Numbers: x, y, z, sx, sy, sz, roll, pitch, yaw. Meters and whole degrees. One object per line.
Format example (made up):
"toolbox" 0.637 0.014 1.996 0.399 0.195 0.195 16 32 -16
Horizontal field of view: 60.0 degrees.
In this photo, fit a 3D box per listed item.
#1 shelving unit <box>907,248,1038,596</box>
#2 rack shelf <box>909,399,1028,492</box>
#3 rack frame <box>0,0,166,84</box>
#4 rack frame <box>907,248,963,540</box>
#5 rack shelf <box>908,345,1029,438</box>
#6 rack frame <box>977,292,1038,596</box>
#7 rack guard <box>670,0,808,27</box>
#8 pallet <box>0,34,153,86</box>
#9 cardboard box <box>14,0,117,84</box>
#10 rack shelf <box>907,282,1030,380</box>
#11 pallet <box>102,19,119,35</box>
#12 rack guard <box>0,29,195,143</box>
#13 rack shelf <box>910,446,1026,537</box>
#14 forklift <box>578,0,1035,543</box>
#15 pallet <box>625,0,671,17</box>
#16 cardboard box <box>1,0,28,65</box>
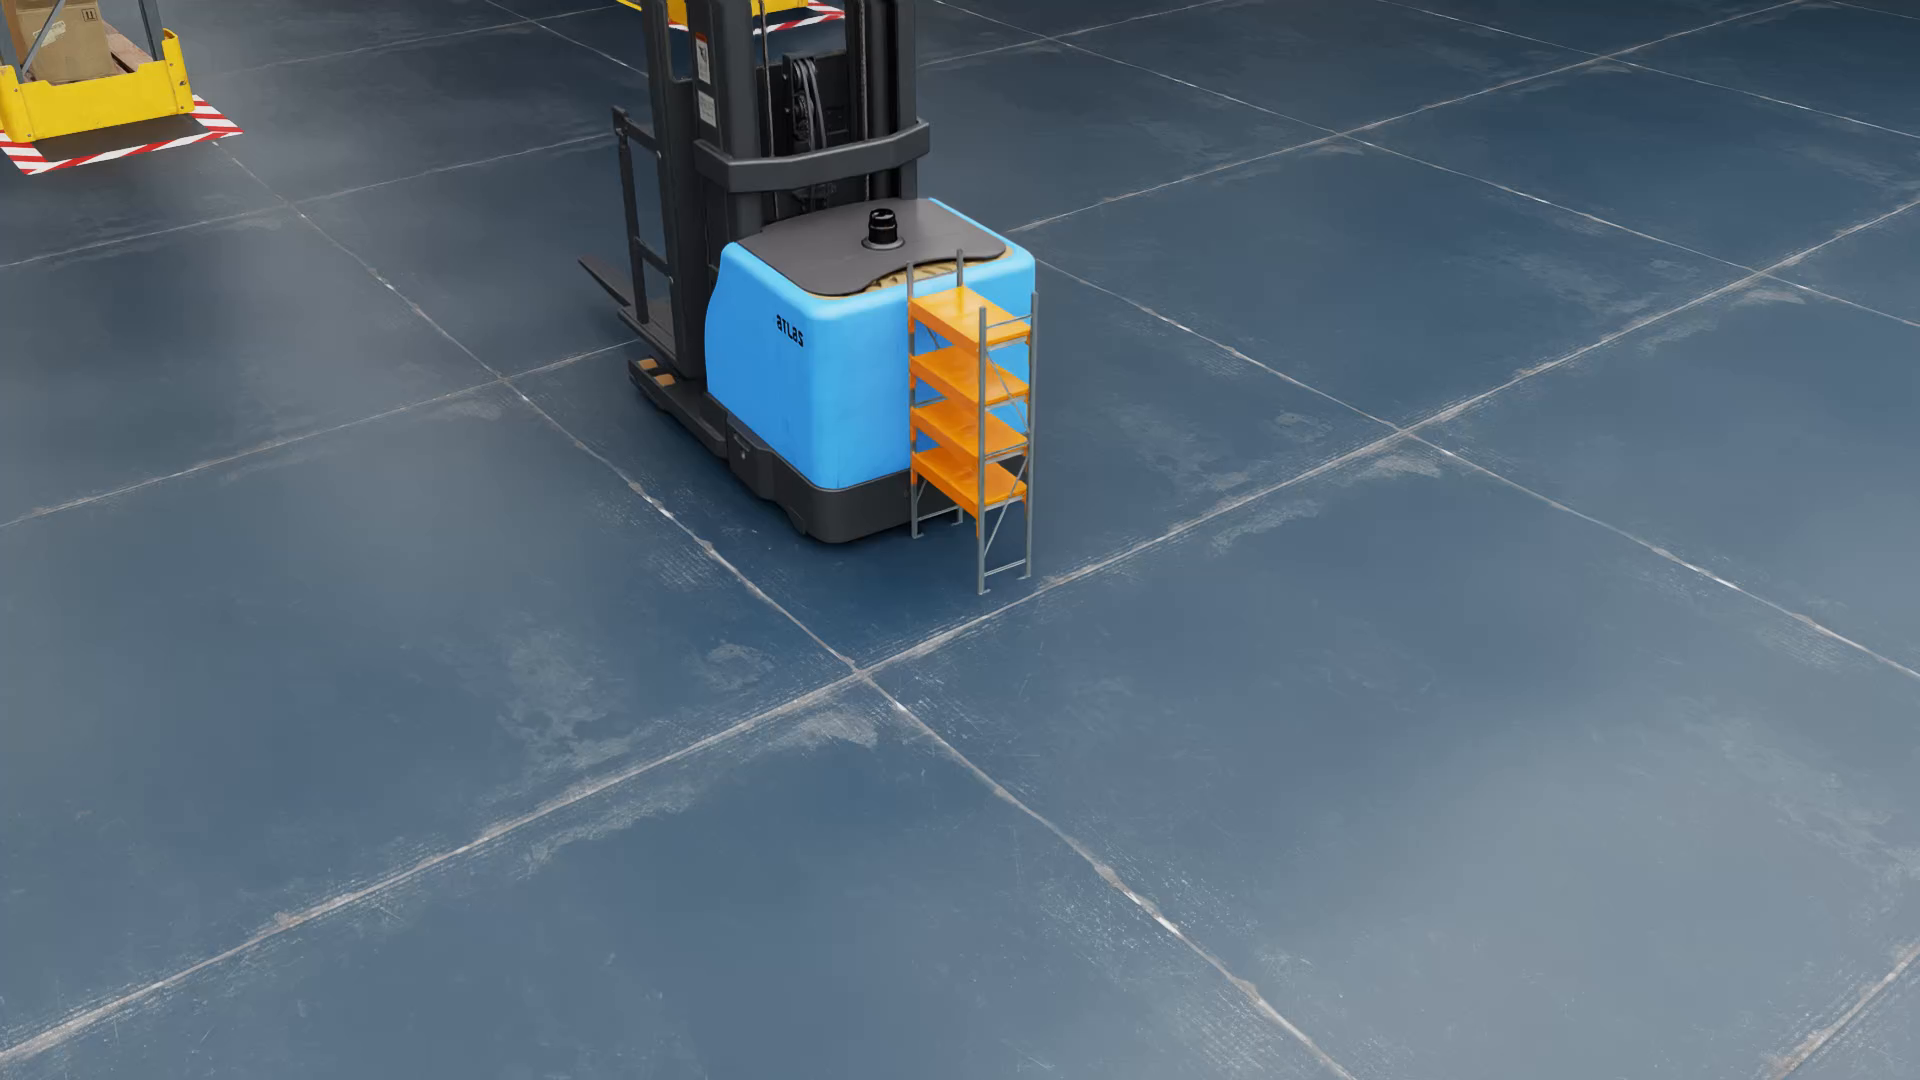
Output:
"shelving unit" 0.040 -0.440 6.321 0.258 1.200 0.503 -19 36 -27
"rack shelf" 0.040 -0.383 6.356 0.258 0.148 0.480 -19 36 -27
"rack frame" -5.815 -4.107 10.519 1.000 3.000 0.127 -22 38 -31
"rack frame" -0.092 -0.548 6.495 0.240 1.200 0.015 -19 36 -27
"rack shelf" 0.040 -0.573 6.238 0.258 0.148 0.480 -19 36 -27
"rack frame" 0.172 -0.332 6.147 0.240 1.200 0.015 -19 36 -27
"rack guard" -1.820 -4.598 13.679 1.175 0.500 0.348 -22 38 -31
"pallet" -6.332 -3.304 11.870 1.003 0.211 1.213 -22 38 -31
"cardboard box" -6.185 -3.489 11.496 0.500 0.500 0.500 -15 35 -23
"rack shelf" 0.040 -0.774 6.114 0.258 0.148 0.480 -19 36 -27
"pallet" -7.076 -3.812 12.688 1.003 0.211 1.213 -22 38 -31
"rack guard" -5.862 -3.077 11.230 1.175 0.500 0.348 -22 38 -31
"rack shelf" 0.040 -0.214 6.461 0.258 0.148 0.480 -19 36 -27
"forklift" -0.906 -1.971 7.145 1.130 2.935 3.031 -19 36 -27
"pallet" -2.387 -4.793 14.267 1.003 0.211 1.213 -22 38 -31
"cardboard box" -6.578 -3.727 11.879 0.500 0.500 0.500 -12 34 -19
